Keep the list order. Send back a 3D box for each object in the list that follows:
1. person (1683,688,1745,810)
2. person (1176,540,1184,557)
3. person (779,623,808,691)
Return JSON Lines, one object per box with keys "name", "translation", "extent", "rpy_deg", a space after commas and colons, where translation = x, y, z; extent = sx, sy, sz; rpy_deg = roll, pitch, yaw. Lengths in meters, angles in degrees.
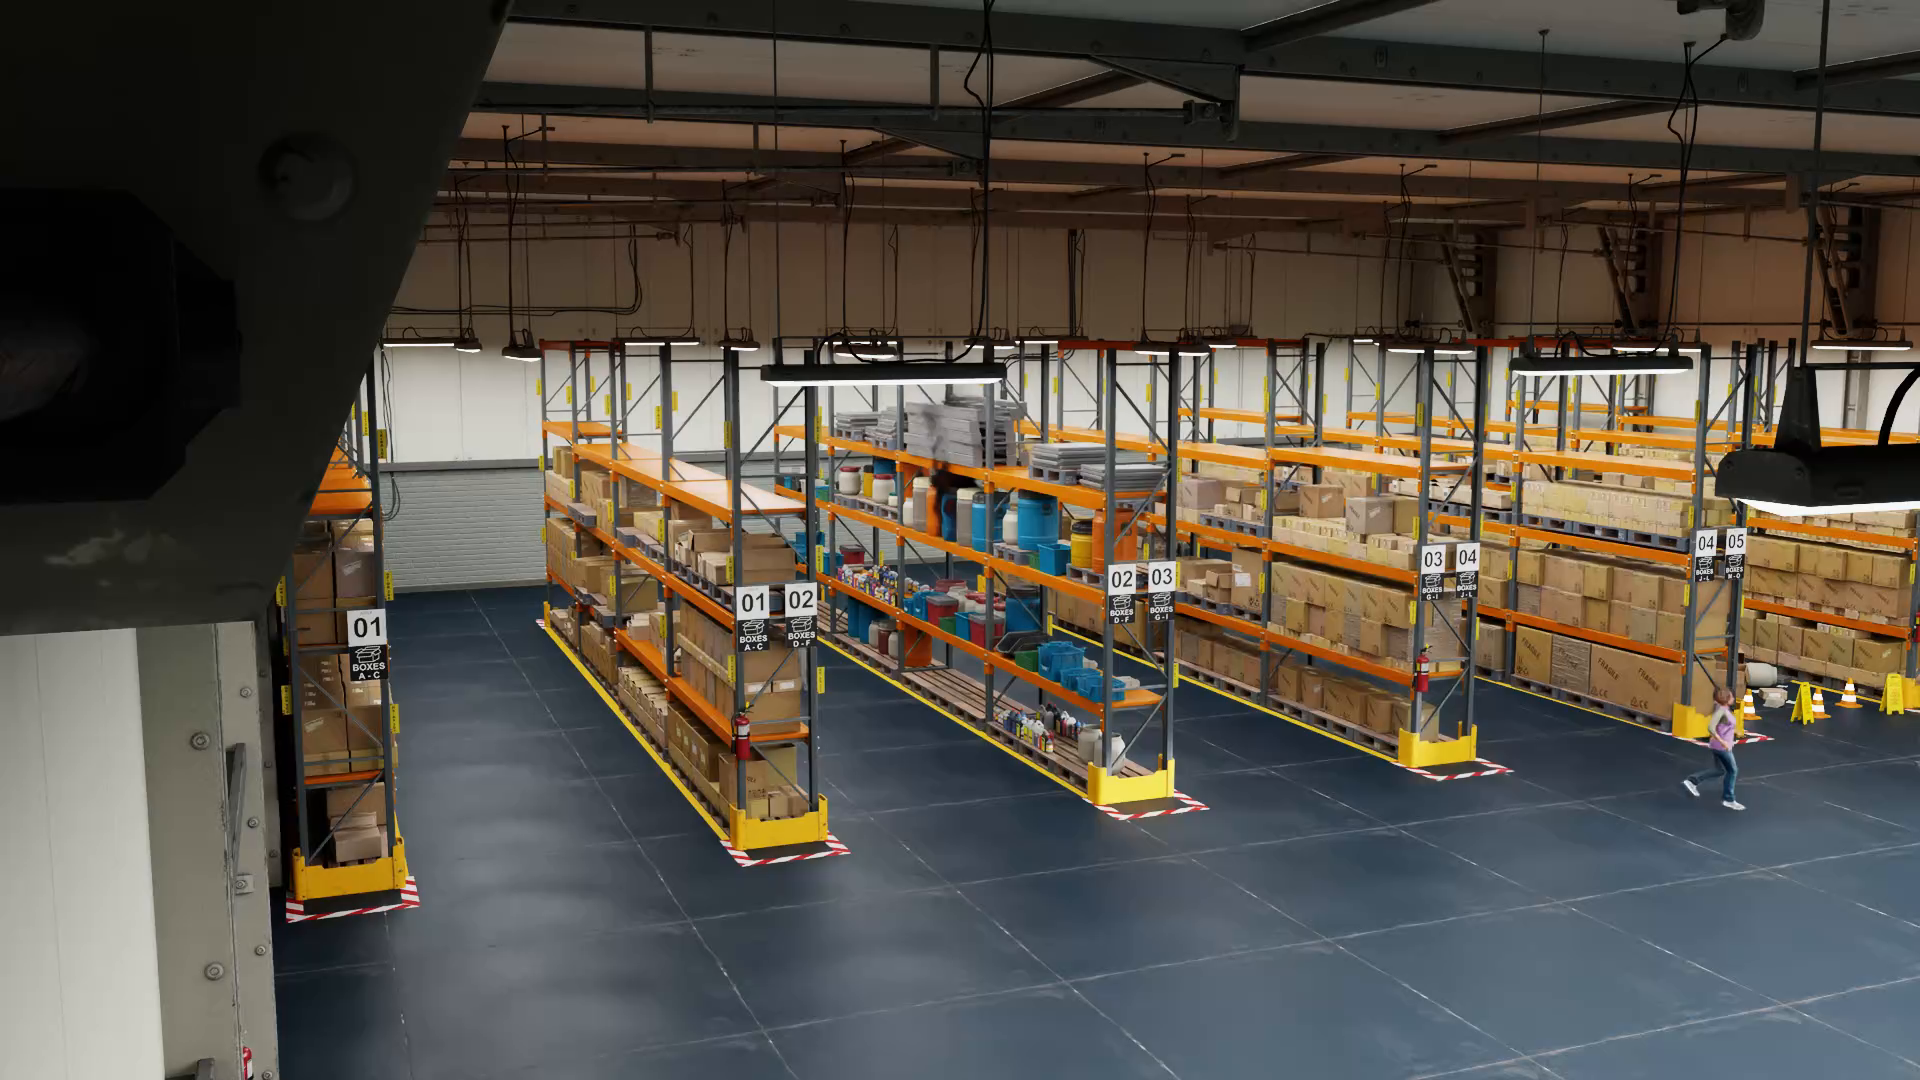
{"name": "person", "translation": [9.931, 2.735, 21.827], "extent": [0.756, 1.577, 0.532], "rpy_deg": [3, 8, 21]}
{"name": "person", "translation": [4.807, 0.587, 37.870], "extent": [0.690, 1.689, 0.646], "rpy_deg": [-2, 8, -15]}
{"name": "person", "translation": [-2.865, 1.753, 28.824], "extent": [0.606, 1.666, 0.924], "rpy_deg": [-5, 9, -35]}
